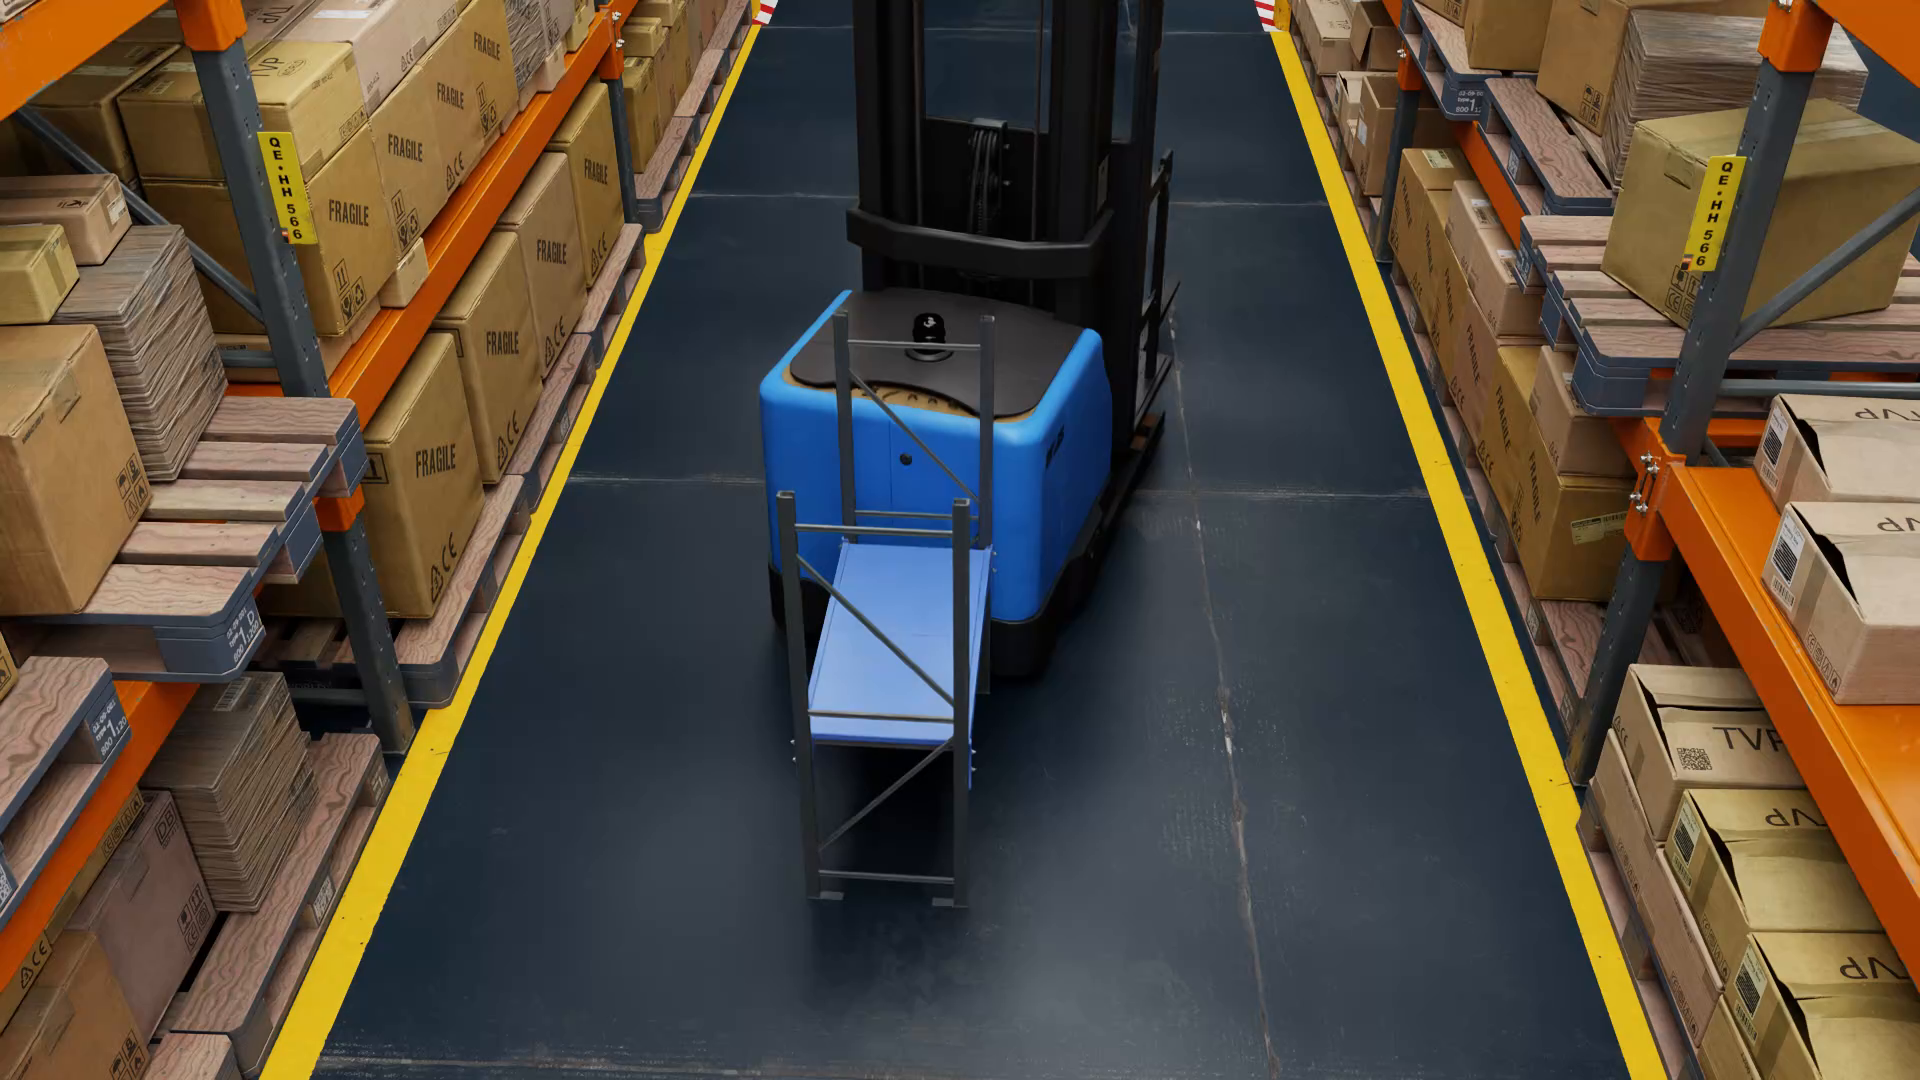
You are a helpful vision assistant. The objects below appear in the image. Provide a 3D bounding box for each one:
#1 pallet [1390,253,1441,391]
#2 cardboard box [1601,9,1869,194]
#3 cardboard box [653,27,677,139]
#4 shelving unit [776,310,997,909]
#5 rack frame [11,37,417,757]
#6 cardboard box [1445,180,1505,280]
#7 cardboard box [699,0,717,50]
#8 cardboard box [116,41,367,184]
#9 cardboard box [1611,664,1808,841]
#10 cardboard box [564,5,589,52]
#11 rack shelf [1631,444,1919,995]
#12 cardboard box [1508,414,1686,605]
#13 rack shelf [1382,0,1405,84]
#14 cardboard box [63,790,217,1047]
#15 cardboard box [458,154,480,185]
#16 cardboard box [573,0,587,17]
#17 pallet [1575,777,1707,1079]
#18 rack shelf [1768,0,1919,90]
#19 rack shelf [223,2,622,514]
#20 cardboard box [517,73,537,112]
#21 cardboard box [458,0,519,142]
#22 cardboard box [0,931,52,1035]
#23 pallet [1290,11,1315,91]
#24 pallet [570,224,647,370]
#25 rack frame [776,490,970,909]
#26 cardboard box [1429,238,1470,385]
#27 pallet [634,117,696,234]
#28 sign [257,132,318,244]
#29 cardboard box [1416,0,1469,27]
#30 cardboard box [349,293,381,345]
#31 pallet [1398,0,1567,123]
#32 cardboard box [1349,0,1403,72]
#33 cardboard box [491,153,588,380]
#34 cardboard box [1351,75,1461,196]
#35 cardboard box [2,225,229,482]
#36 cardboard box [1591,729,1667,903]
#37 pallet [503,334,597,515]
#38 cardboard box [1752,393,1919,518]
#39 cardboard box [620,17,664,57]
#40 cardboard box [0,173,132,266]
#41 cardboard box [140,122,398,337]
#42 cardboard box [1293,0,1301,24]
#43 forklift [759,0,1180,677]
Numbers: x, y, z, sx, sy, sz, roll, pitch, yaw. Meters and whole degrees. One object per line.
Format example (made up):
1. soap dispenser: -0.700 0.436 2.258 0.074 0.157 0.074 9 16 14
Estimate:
1. pallet: 2.720 -1.108 8.143 1.003 0.211 1.213 1 35 2
2. cardboard box: 2.694 -1.517 5.848 0.700 0.500 0.500 8 36 11
3. cardboard box: -2.079 -2.695 9.784 0.700 0.500 0.500 1 35 1
4. shelving unit: -0.184 0.213 5.142 0.538 1.500 1.048 3 35 4
5. rack frame: -2.396 -0.532 4.898 1.000 3.000 0.127 1 35 2
6. cardboard box: 2.412 -1.335 7.180 0.500 0.250 0.500 1 35 2
7. cardboard box: -2.023 -3.585 11.051 0.700 0.500 0.500 1 35 2
8. cardboard box: -2.119 -1.281 4.948 0.500 0.250 0.500 2 35 3
9. cardboard box: 2.240 0.599 4.828 0.500 0.311 0.500 2 35 3
10. cardboard box: -1.952 -2.389 7.741 0.380 0.149 0.250 2 35 3
11. rack shelf: 2.474 1.024 3.310 1.077 0.370 4.000 1 35 2
12. cardboard box: 2.357 -0.119 6.102 0.500 0.500 0.500 3 35 4
13. rack shelf: 2.795 -3.572 9.850 1.077 0.370 4.000 1 35 2
14. cardboard box: -2.510 1.019 4.482 0.700 0.500 0.500 1 35 2
15. cardboard box: -2.100 -1.502 6.480 0.380 0.149 0.250 2 35 2
16. cardboard box: -2.002 -2.729 7.662 0.500 0.500 0.500 1 35 1
17. pallet: 2.482 1.194 4.868 1.003 0.211 1.213 1 35 2
18. rack shelf: 2.474 -0.203 2.447 1.077 0.370 4.000 1 35 2
19. rack shelf: -2.315 -1.386 6.739 1.077 0.370 4.000 1 35 2
20. cardboard box: -2.036 -1.949 7.116 0.380 0.149 0.250 1 35 2
21. cardboard box: -2.056 -1.861 6.426 0.500 0.500 0.500 2 35 3
22. cardboard box: -2.474 1.041 3.799 0.500 0.250 0.500 1 35 2
23. pallet: 2.841 -3.373 11.366 1.003 0.211 1.213 1 35 2
24. pallet: -2.191 -1.244 8.336 1.003 0.211 1.213 1 35 2
25. rack frame: -0.224 0.505 4.727 0.500 1.500 0.032 3 35 4
26. cardboard box: 2.414 -1.009 7.368 0.500 0.500 0.500 2 35 2
27. pallet: -2.126 -2.124 9.588 1.003 0.211 1.213 1 35 2
28. sign: -1.853 -0.966 4.577 0.100 0.325 0.005 1 35 2
29. cardboard box: 2.472 -2.663 7.478 0.700 0.500 0.500 -10 36 -14
30. cardboard box: -2.132 -0.765 5.431 0.380 0.149 0.250 2 35 3
31. pallet: 2.574 -2.182 7.413 1.003 0.211 1.213 1 35 2
32. cardboard box: 2.785 -2.956 10.135 0.797 0.503 0.637 1 35 2
33. cardboard box: -2.164 -1.235 7.403 0.750 0.750 0.750 2 35 3
34. cardboard box: 2.454 -2.209 9.075 0.500 0.500 0.500 1 35 2
35. cardboard box: -2.405 -0.482 4.358 0.700 0.500 0.500 -3 35 -4
36. cardboard box: 2.240 0.828 4.989 0.500 0.250 0.500 1 35 2
37. pallet: -2.237 -0.541 7.336 1.003 0.211 1.213 1 35 2
38. cardboard box: 2.496 -0.175 4.468 0.500 0.311 0.500 3 35 5
39. cardboard box: -1.907 -2.864 9.461 0.380 0.149 0.250 2 35 3
40. cardboard box: -2.380 -0.819 4.273 0.380 0.149 0.250 -3 35 -4
41. cardboard box: -2.121 -0.975 5.166 0.500 0.500 0.500 2 35 3
42. cardboard box: 2.505 -3.660 11.431 0.380 0.166 0.250 1 35 2
43. forklift: 0.262 -1.557 6.416 1.130 2.935 3.031 11 37 16
